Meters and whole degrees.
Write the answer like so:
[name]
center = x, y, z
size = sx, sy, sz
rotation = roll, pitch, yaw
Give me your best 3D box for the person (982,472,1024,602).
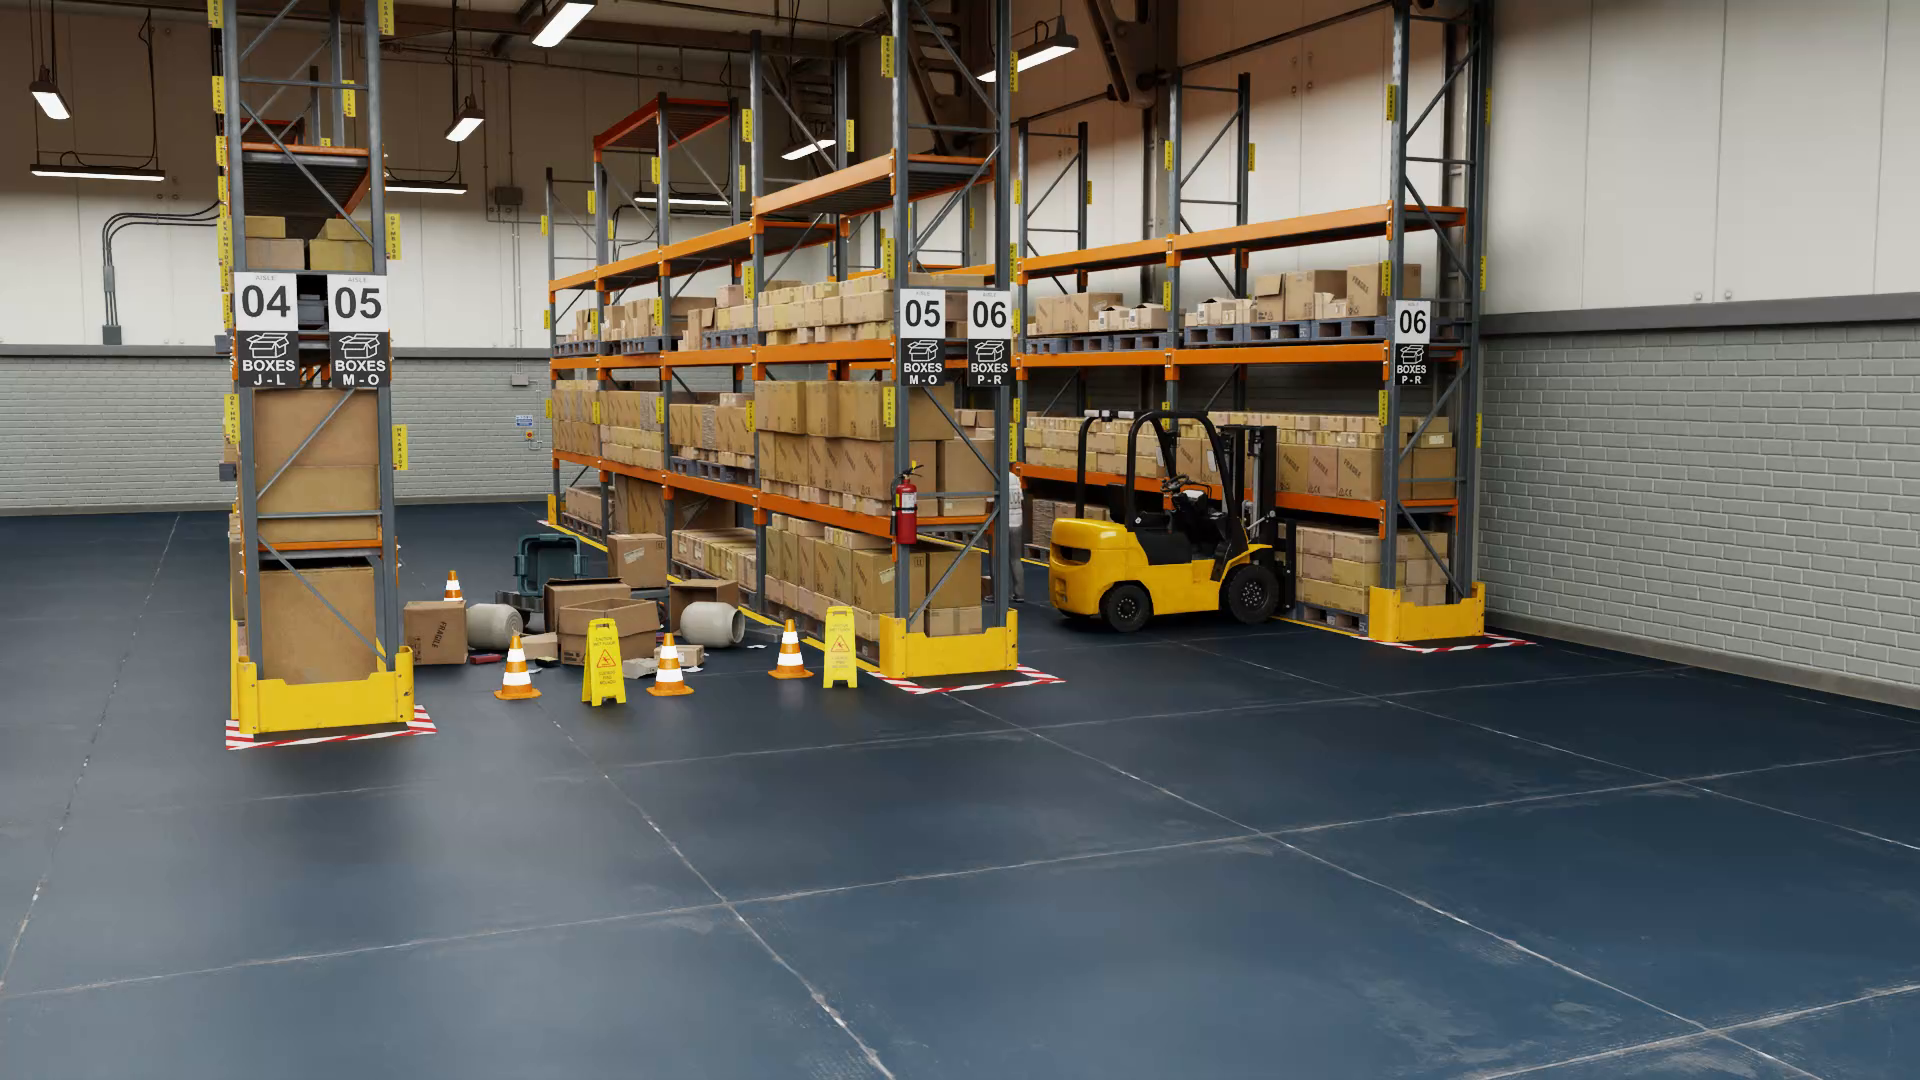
[person]
center = 0.487, -0.140, 18.437
size = 0.532, 1.664, 0.421
rotation = -3, 6, -27
